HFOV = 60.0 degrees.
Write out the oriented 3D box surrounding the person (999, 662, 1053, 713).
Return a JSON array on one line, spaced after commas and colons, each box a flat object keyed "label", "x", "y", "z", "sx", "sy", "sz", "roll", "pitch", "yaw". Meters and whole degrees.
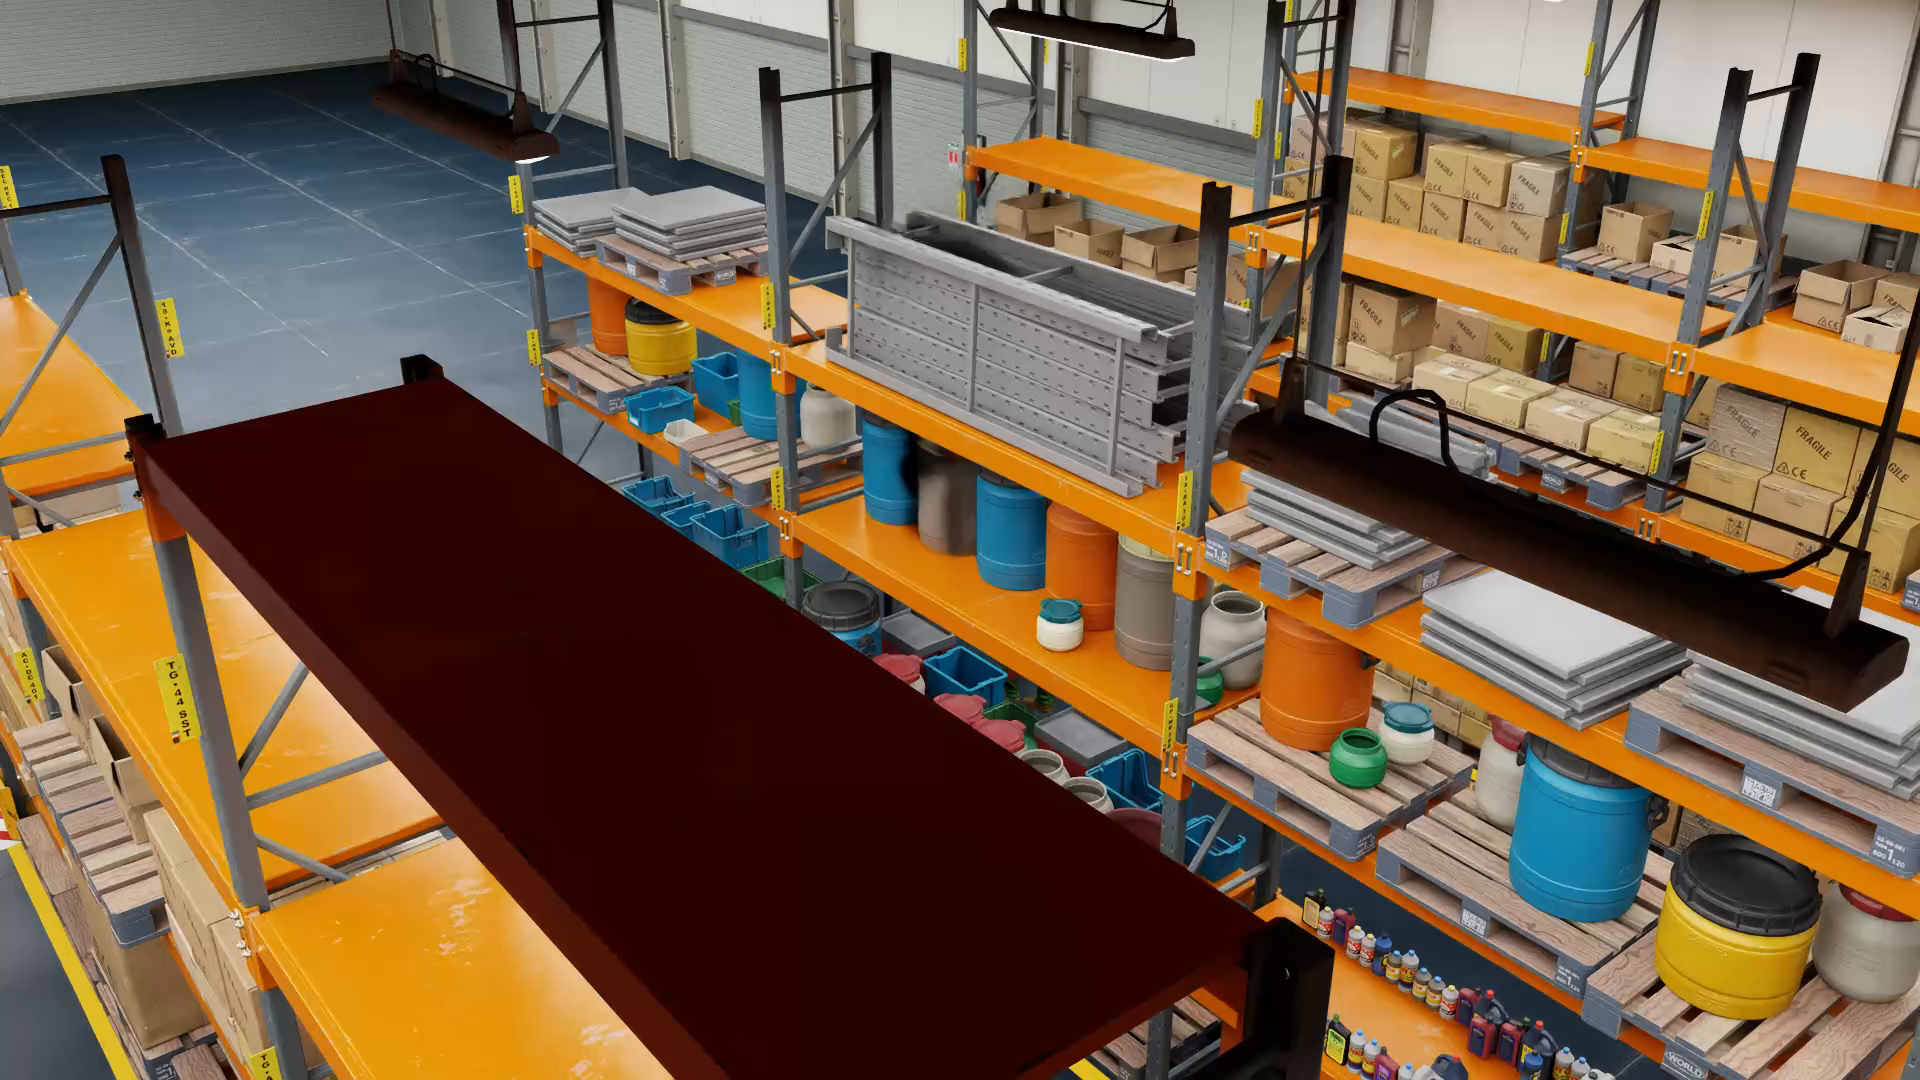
[{"label": "person", "x": 0.516, "y": 0.672, "z": 14.213, "sx": 0.630, "sy": 1.887, "sz": 0.690, "roll": -21, "pitch": 33, "yaw": -37}]
